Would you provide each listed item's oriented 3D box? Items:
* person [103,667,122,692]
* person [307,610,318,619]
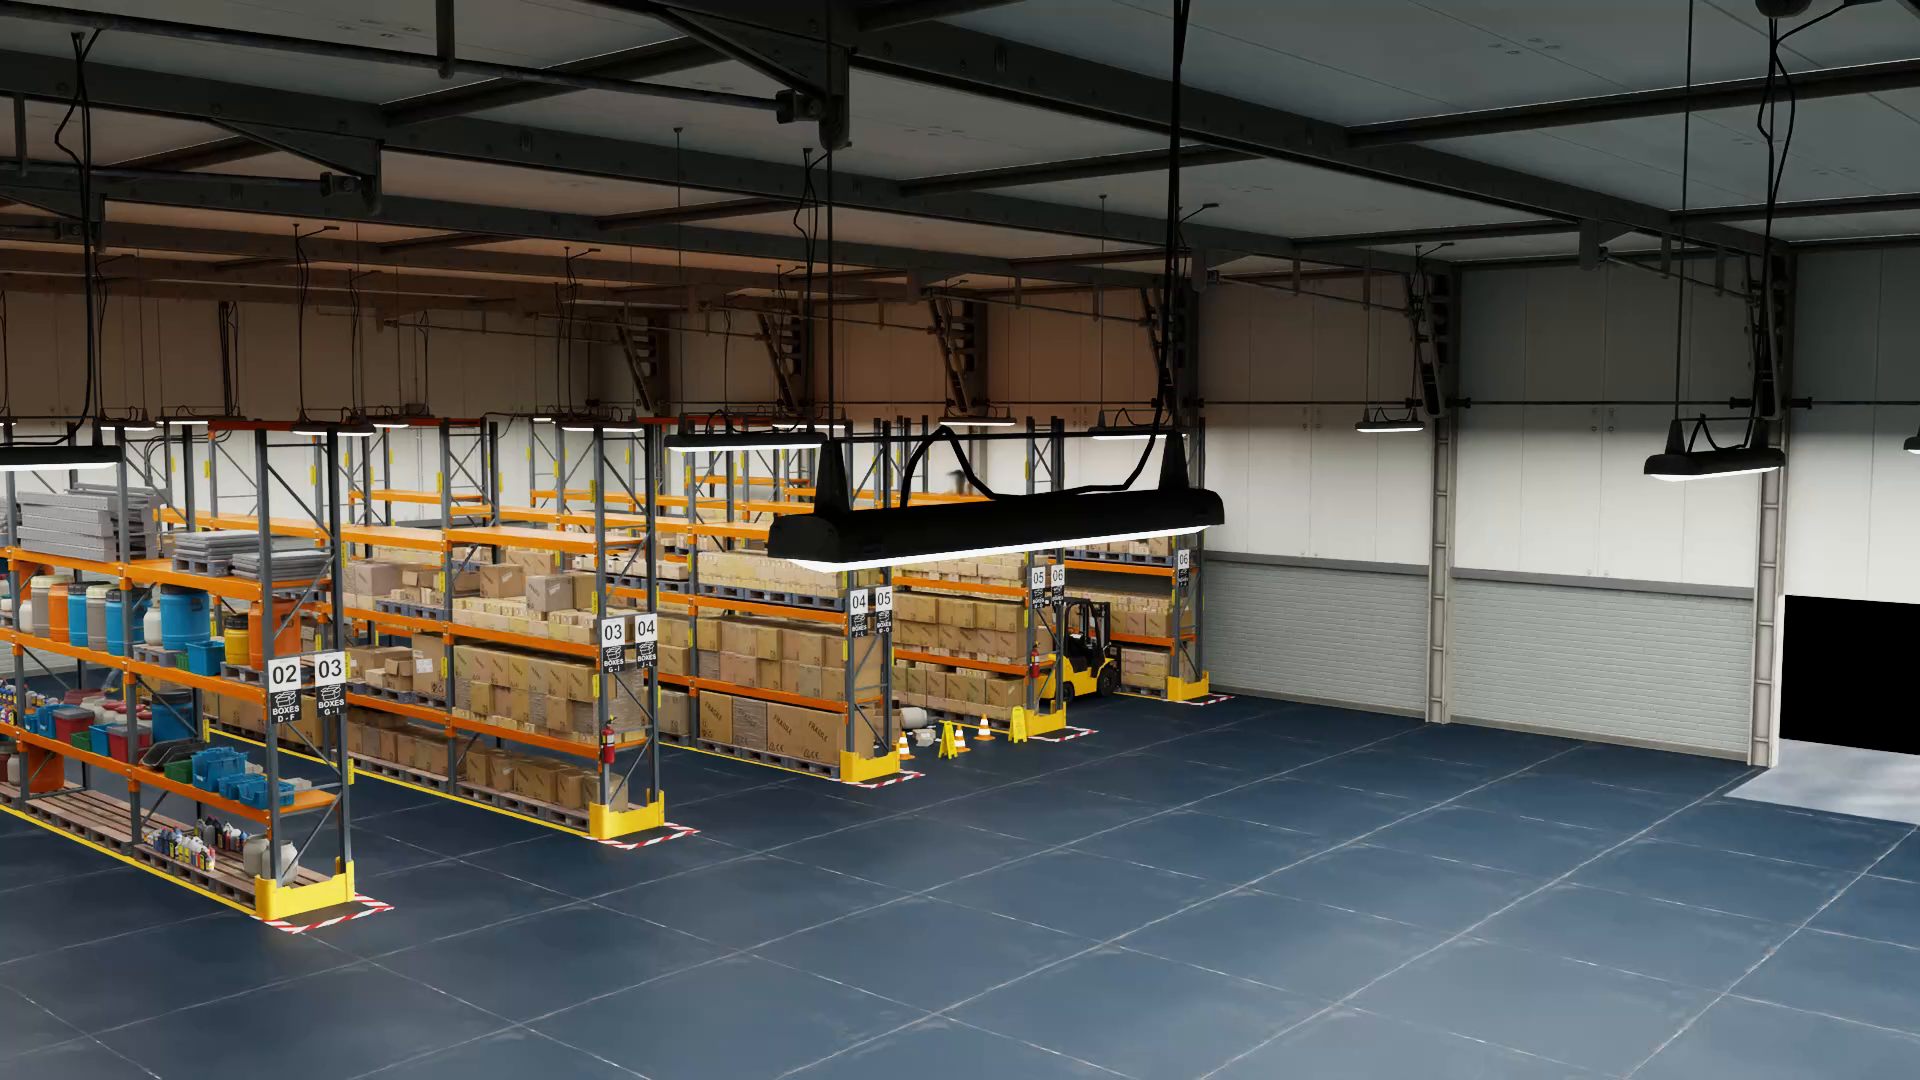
[{"bbox_3d":[-18.212,2.476,36.058,0.740,1.811,0.703,-2,5,-20],"label":"person"},{"bbox_3d":[-14.584,2.376,37.399,0.655,1.727,0.695,-4,7,-43],"label":"person"}]
